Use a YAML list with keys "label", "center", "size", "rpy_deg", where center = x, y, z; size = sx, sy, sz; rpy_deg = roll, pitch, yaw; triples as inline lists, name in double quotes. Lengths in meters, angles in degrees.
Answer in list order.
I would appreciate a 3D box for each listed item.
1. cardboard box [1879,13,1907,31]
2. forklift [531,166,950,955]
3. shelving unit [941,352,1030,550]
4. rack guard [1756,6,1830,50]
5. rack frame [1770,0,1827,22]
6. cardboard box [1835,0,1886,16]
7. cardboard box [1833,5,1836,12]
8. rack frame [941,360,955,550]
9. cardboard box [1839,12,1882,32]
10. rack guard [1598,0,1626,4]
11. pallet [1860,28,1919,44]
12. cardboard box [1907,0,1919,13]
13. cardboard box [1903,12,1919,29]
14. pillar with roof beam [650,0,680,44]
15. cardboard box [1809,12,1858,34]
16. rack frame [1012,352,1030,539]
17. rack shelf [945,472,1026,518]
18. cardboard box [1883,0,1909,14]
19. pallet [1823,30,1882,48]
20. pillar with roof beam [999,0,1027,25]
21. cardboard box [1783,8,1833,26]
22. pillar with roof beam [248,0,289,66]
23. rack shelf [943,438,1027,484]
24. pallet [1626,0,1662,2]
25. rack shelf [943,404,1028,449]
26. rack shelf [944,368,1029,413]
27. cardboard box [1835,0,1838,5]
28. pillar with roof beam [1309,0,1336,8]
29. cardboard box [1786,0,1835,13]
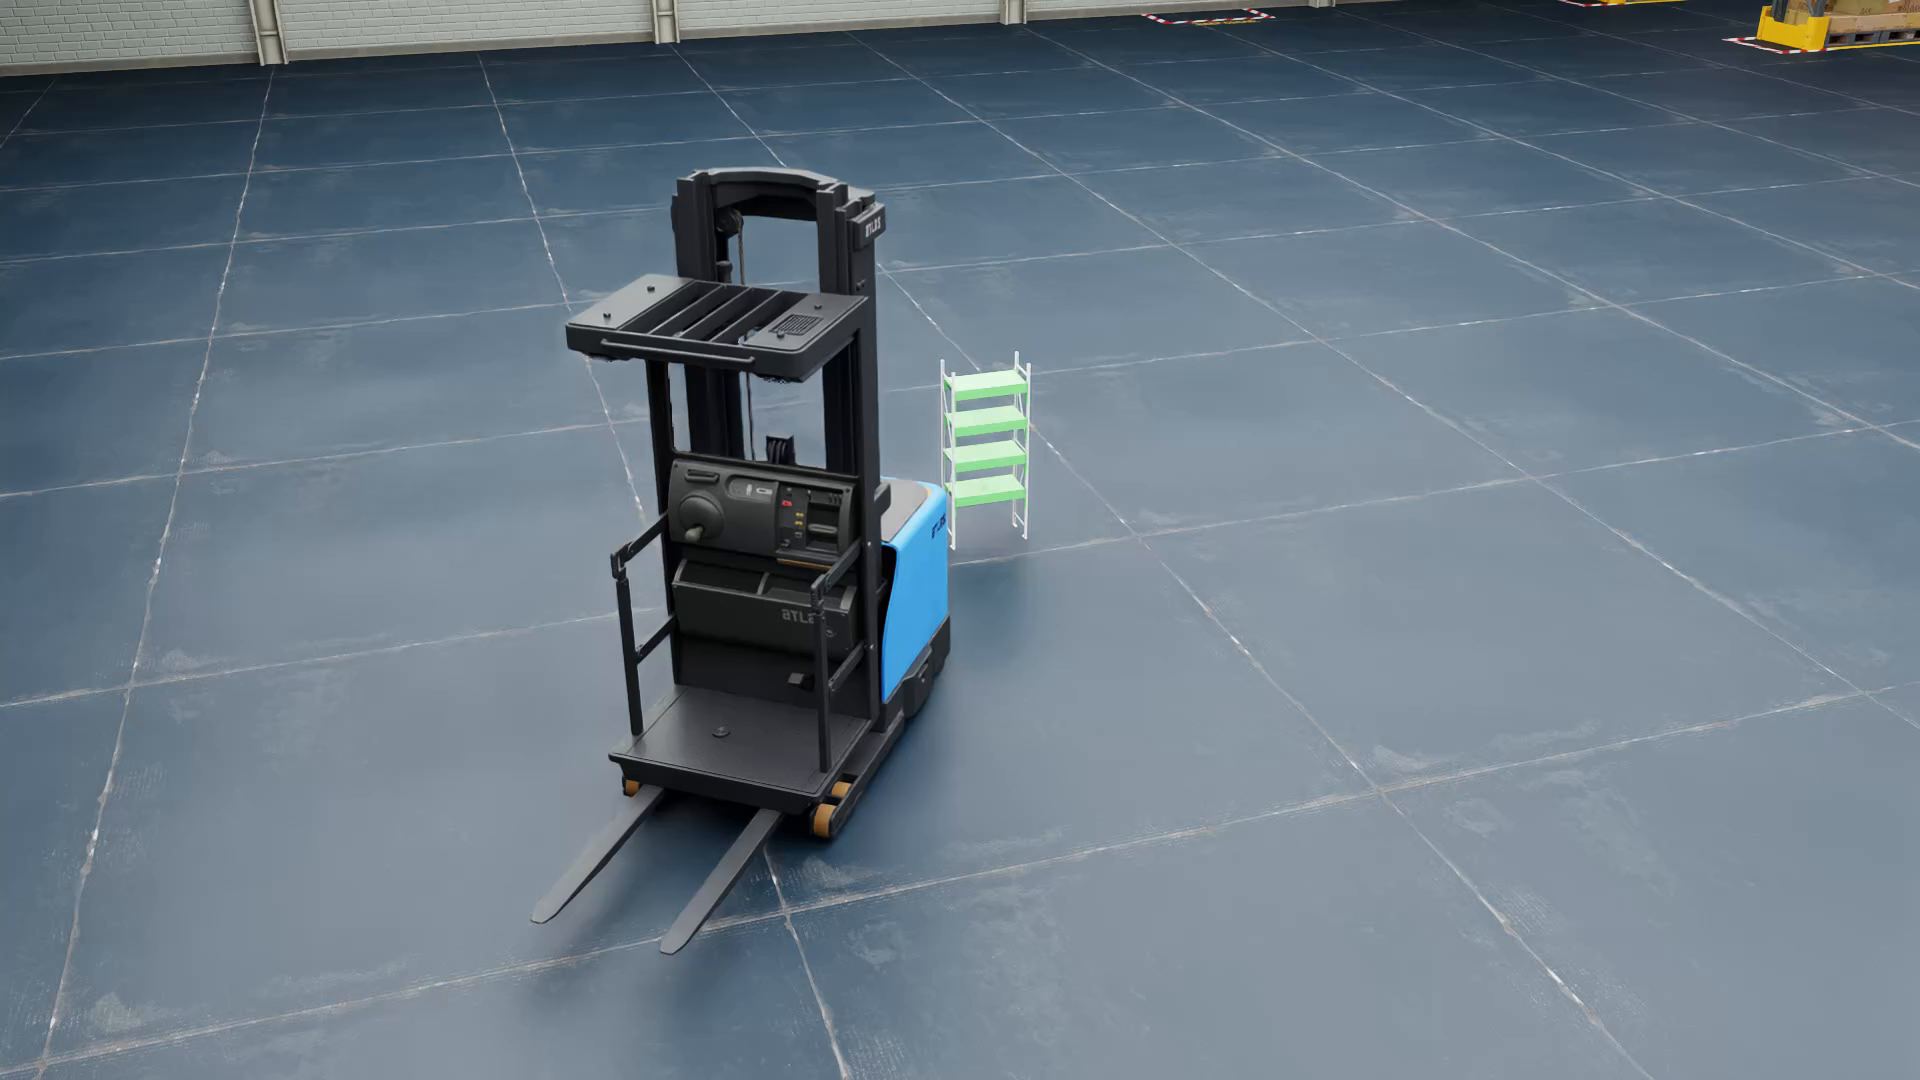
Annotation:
- label: "cardboard box"
  center: [14.994, -8.473, 27.064]
  size: [0.500, 0.250, 0.500]
  rpy_deg: [-8, 28, -16]
- label: "forklift"
  center: [-1.011, -0.098, 7.650]
  size: [1.130, 2.935, 3.031]
  rpy_deg: [9, 28, 17]
- label: "shelving unit"
  center: [0.157, -0.560, 10.529]
  size: [0.503, 1.200, 0.258]
  rpy_deg: [-8, 28, -16]
- label: "rack guard"
  center: [13.443, -8.275, 26.855]
  size: [0.348, 0.500, 1.175]
  rpy_deg: [-8, 28, -16]
- label: "rack frame"
  center: [13.466, -9.398, 26.306]
  size: [0.127, 3.000, 1.000]
  rpy_deg: [-8, 28, -16]
- label: "cardboard box"
  center: [14.519, -8.739, 26.757]
  size: [0.500, 0.500, 0.500]
  rpy_deg: [-8, 28, -16]
- label: "cardboard box"
  center: [14.356, -8.627, 27.374]
  size: [0.500, 0.250, 0.500]
  rpy_deg: [-8, 28, -16]
- label: "rack frame"
  center: [-0.075, -0.527, 10.461]
  size: [0.015, 1.200, 0.240]
  rpy_deg: [-8, 28, -16]
- label: "cardboard box"
  center: [14.519, -8.404, 26.925]
  size: [0.500, 0.250, 0.500]
  rpy_deg: [-8, 28, -16]
- label: "rack guard"
  center: [12.001, -10.382, 31.101]
  size: [0.348, 0.500, 1.175]
  rpy_deg: [-8, 28, -16]
- label: "pallet"
  center: [15.338, -8.438, 27.509]
  size: [1.213, 0.211, 1.003]
  rpy_deg: [-8, 28, -16]
- label: "cardboard box"
  center: [15.472, -8.875, 27.031]
  size: [0.500, 0.500, 0.500]
  rpy_deg: [-8, 28, -16]
- label: "cardboard box"
  center: [15.471, -8.540, 27.198]
  size: [0.500, 0.250, 0.500]
  rpy_deg: [-8, 28, -16]
- label: "pillar with roof beam"
  center: [-3.456, -10.342, 21.462]
  size: [0.400, 9.000, 9.100]
  rpy_deg: [-8, 28, -16]
- label: "cardboard box"
  center: [14.045, -8.334, 26.784]
  size: [0.500, 0.250, 0.500]
  rpy_deg: [-8, 28, -16]
- label: "rack frame"
  center: [0.389, -0.594, 10.597]
  size: [0.015, 1.200, 0.240]
  rpy_deg: [-8, 28, -16]
- label: "rack shelf"
  center: [0.157, -0.288, 10.664]
  size: [0.480, 0.148, 0.258]
  rpy_deg: [-8, 28, -16]
- label: "cardboard box"
  center: [14.991, -8.814, 26.907]
  size: [0.500, 0.500, 0.500]
  rpy_deg: [-8, 28, -16]
- label: "pallet"
  center: [14.180, -8.272, 27.174]
  size: [1.213, 0.211, 1.003]
  rpy_deg: [-8, 28, -16]
- label: "pillar with roof beam"
  center: [2.249, -11.168, 23.126]
  size: [0.400, 9.000, 9.100]
  rpy_deg: [-8, 28, -16]
- label: "cardboard box"
  center: [13.884, -8.553, 27.225]
  size: [0.500, 0.250, 0.500]
  rpy_deg: [-8, 28, -16]
- label: "pillar with roof beam"
  center: [-9.161, -9.516, 19.798]
  size: [0.400, 9.000, 9.100]
  rpy_deg: [-8, 28, -16]
- label: "rack shelf"
  center: [0.157, -0.503, 10.558]
  size: [0.480, 0.148, 0.258]
  rpy_deg: [-8, 28, -16]
- label: "pallet"
  center: [12.784, -10.350, 31.360]
  size: [1.213, 0.211, 1.003]
  rpy_deg: [-8, 28, -16]
- label: "rack shelf"
  center: [0.157, -0.718, 10.451]
  size: [0.480, 0.148, 0.258]
  rpy_deg: [-8, 28, -16]
- label: "rack shelf"
  center: [0.157, -0.933, 10.344]
  size: [0.480, 0.148, 0.258]
  rpy_deg: [-8, 28, -16]
- label: "cardboard box"
  center: [14.830, -9.034, 27.350]
  size: [0.500, 0.500, 0.500]
  rpy_deg: [-8, 28, -16]
- label: "pillar with roof beam"
  center: [7.954, -11.994, 24.790]
  size: [0.400, 9.000, 9.100]
  rpy_deg: [-8, 28, -16]
- label: "cardboard box"
  center: [13.884, -8.890, 27.060]
  size: [0.500, 0.500, 0.500]
  rpy_deg: [-8, 28, -16]
